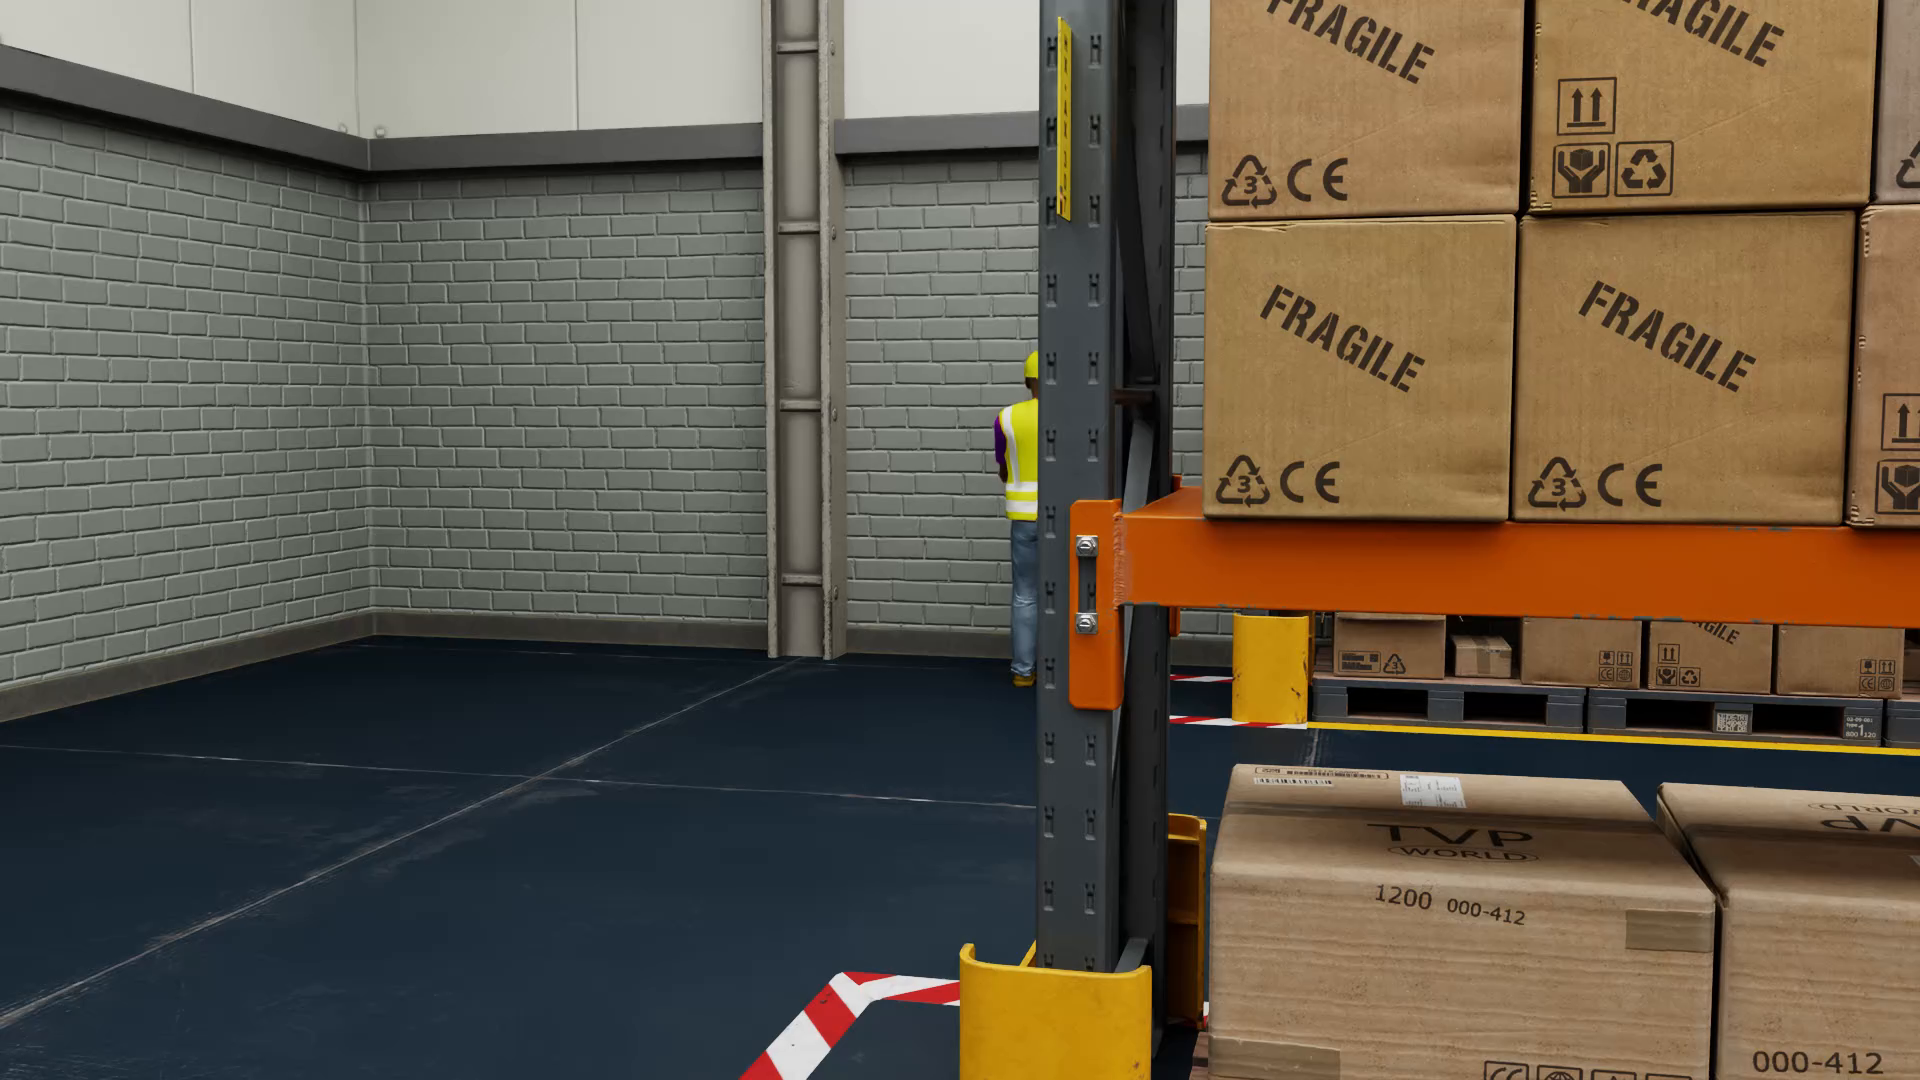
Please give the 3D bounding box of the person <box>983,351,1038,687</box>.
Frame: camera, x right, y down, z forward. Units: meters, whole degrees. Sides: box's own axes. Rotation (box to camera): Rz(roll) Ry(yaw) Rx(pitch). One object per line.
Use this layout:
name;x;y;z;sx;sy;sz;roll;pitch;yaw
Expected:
person;0.444;-0.111;8.745;0.637;1.761;0.456;1;5;11
